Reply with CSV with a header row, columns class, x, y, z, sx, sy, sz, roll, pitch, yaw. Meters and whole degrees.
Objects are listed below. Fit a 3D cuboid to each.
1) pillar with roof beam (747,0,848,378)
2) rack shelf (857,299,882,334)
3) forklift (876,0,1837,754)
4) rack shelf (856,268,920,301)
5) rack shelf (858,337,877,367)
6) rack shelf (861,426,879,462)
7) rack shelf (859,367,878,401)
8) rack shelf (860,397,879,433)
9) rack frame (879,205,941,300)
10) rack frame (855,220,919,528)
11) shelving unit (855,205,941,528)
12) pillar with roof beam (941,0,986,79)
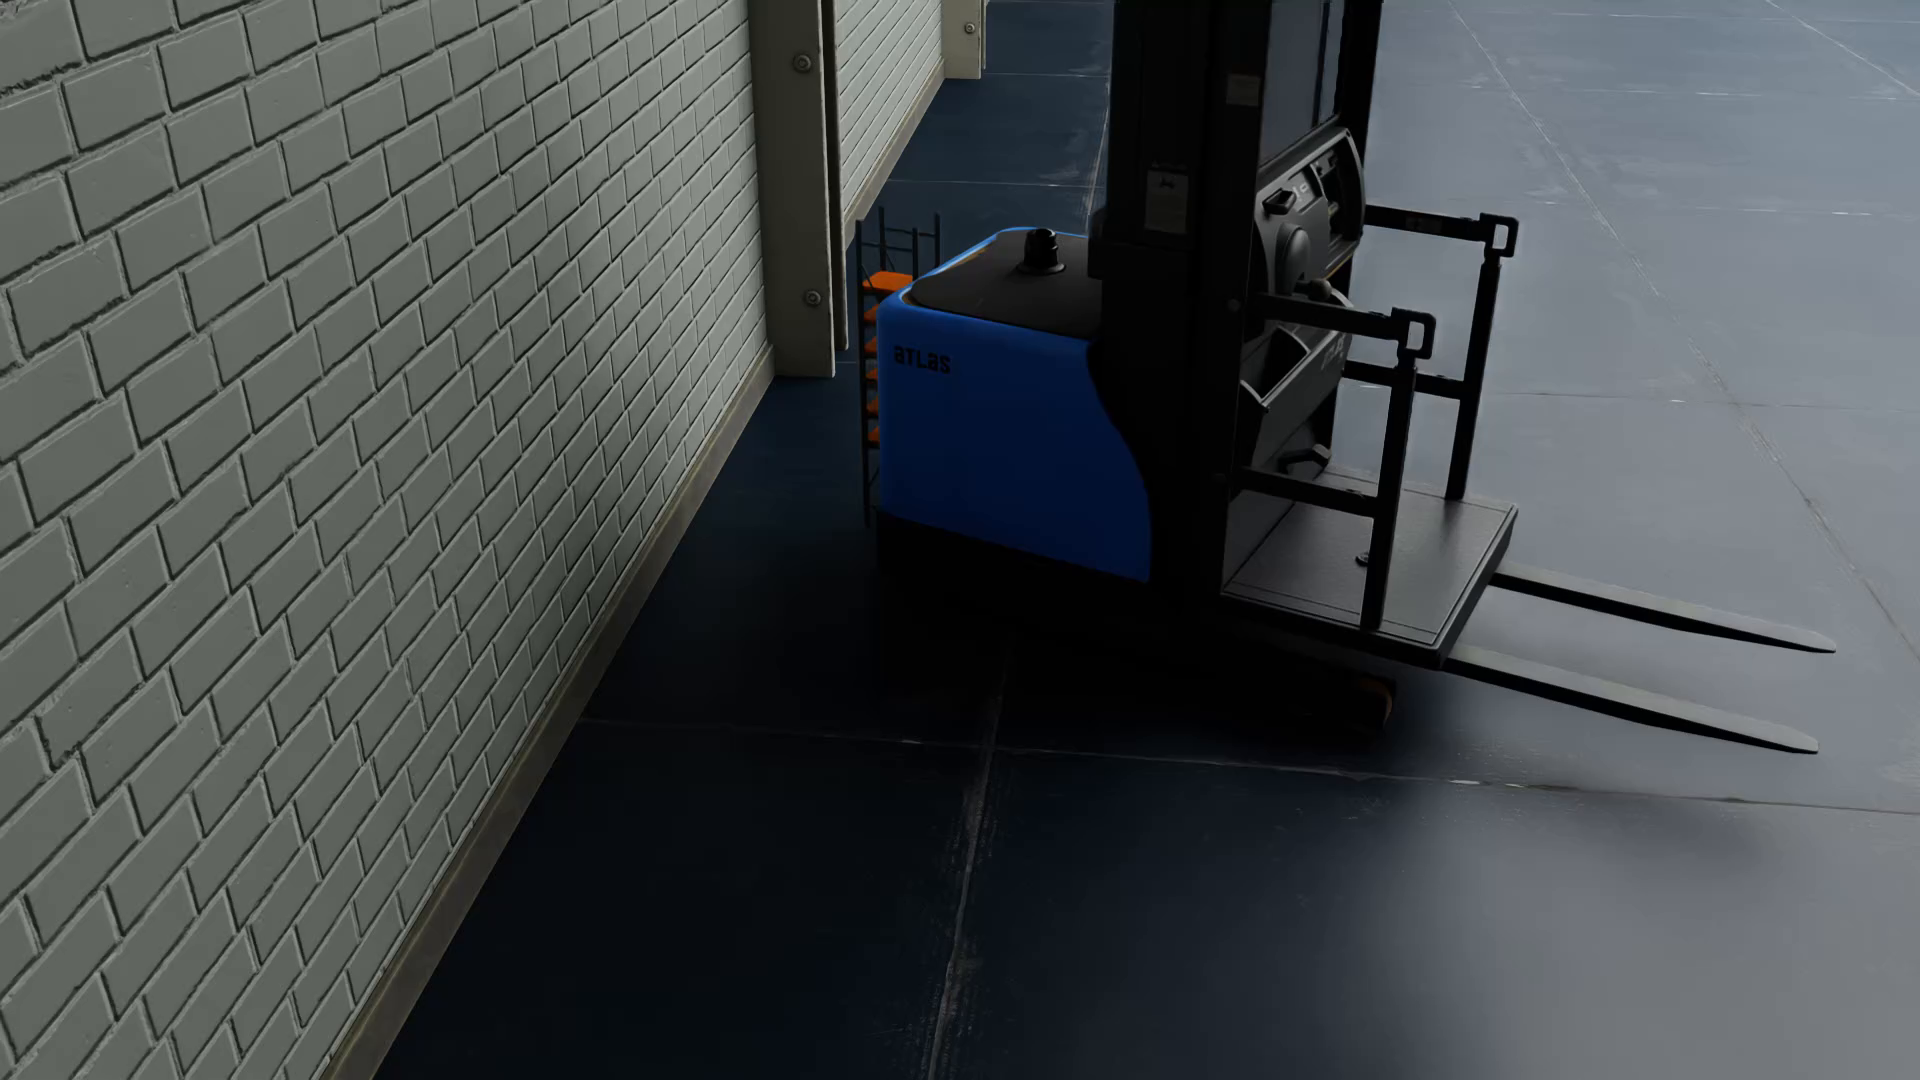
class,x,y,z,sx,sy,sz,roll,pitch,yaw
pillar with roof beam,3.561,-4.559,5.225,9.100,9.000,0.400,3,28,6
rack shelf,-0.216,-0.775,6.011,0.258,0.103,0.180,12,31,21
forklift,1.248,-0.983,4.985,3.031,2.935,1.130,15,32,25
rack shelf,-0.217,-0.881,5.954,0.258,0.103,0.180,12,31,21
rack shelf,-0.216,-0.669,6.068,0.258,0.103,0.180,12,31,21
rack shelf,-0.216,-0.352,6.238,0.258,0.103,0.180,12,31,21
rack shelf,-0.216,-0.564,6.125,0.258,0.103,0.180,12,31,21
rack shelf,-0.216,-0.458,6.181,0.258,0.103,0.180,12,31,21
rack frame,-0.179,-0.642,6.177,0.240,1.200,0.006,12,31,21
rack frame,-0.254,-0.563,6.030,0.240,1.200,0.006,12,31,21
shelving unit,-0.216,-0.603,6.104,0.258,1.200,0.189,12,31,21
pillar with roof beam,4.296,-7.383,10.467,9.100,9.000,0.400,3,28,6
